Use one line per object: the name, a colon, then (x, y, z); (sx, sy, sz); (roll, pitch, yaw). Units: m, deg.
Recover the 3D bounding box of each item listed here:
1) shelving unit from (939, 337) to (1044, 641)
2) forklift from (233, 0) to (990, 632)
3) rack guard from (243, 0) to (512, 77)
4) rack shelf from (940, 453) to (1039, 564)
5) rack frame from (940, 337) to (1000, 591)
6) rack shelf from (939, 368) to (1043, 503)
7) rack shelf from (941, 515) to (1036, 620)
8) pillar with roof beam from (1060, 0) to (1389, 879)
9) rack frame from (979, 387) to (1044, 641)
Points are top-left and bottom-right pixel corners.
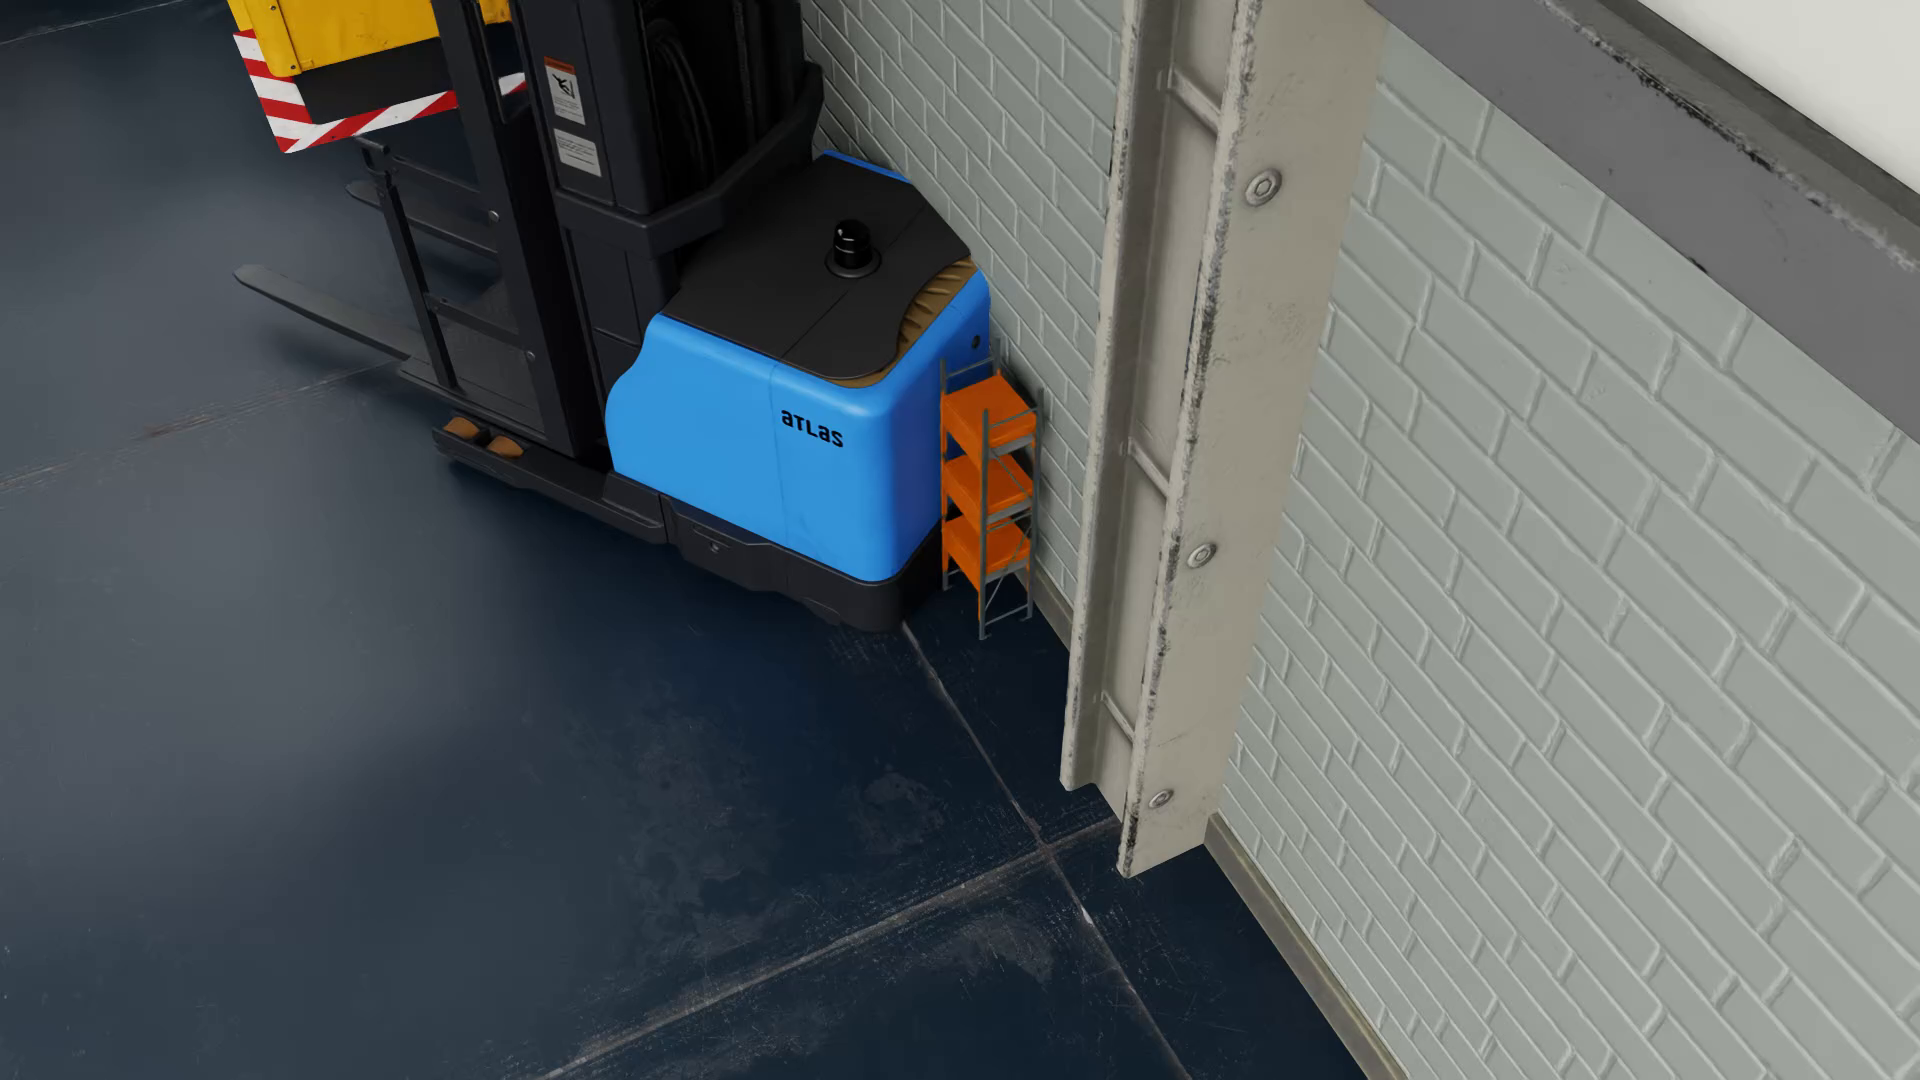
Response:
shelving unit: (0.090, -0.133, 5.168); (0.215, 1.050, 0.252); (-23, 53, -19)
forklift: (-1.293, -1.492, 5.108); (3.031, 2.935, 1.130); (23, 53, 19)
rack guard: (-2.687, -2.577, 7.672); (1.175, 0.500, 0.348); (-21, 52, -18)
rack shelf: (0.090, -0.126, 5.176); (0.215, 0.259, 0.240); (-23, 53, -19)
rack frame: (0.030, -0.212, 5.237); (0.200, 1.050, 0.008); (-23, 53, -19)
rack shelf: (0.090, -0.312, 4.962); (0.215, 0.259, 0.240); (-23, 53, -19)
rack shelf: (0.090, 0.057, 5.385); (0.215, 0.259, 0.240); (-23, 53, -19)
pillar with roof beam: (-3.297, -0.669, 0.357); (9.100, 9.000, 0.400); (-21, 52, -18)
rack frame: (0.151, -0.053, 5.098); (0.200, 1.050, 0.008); (-23, 53, -19)
